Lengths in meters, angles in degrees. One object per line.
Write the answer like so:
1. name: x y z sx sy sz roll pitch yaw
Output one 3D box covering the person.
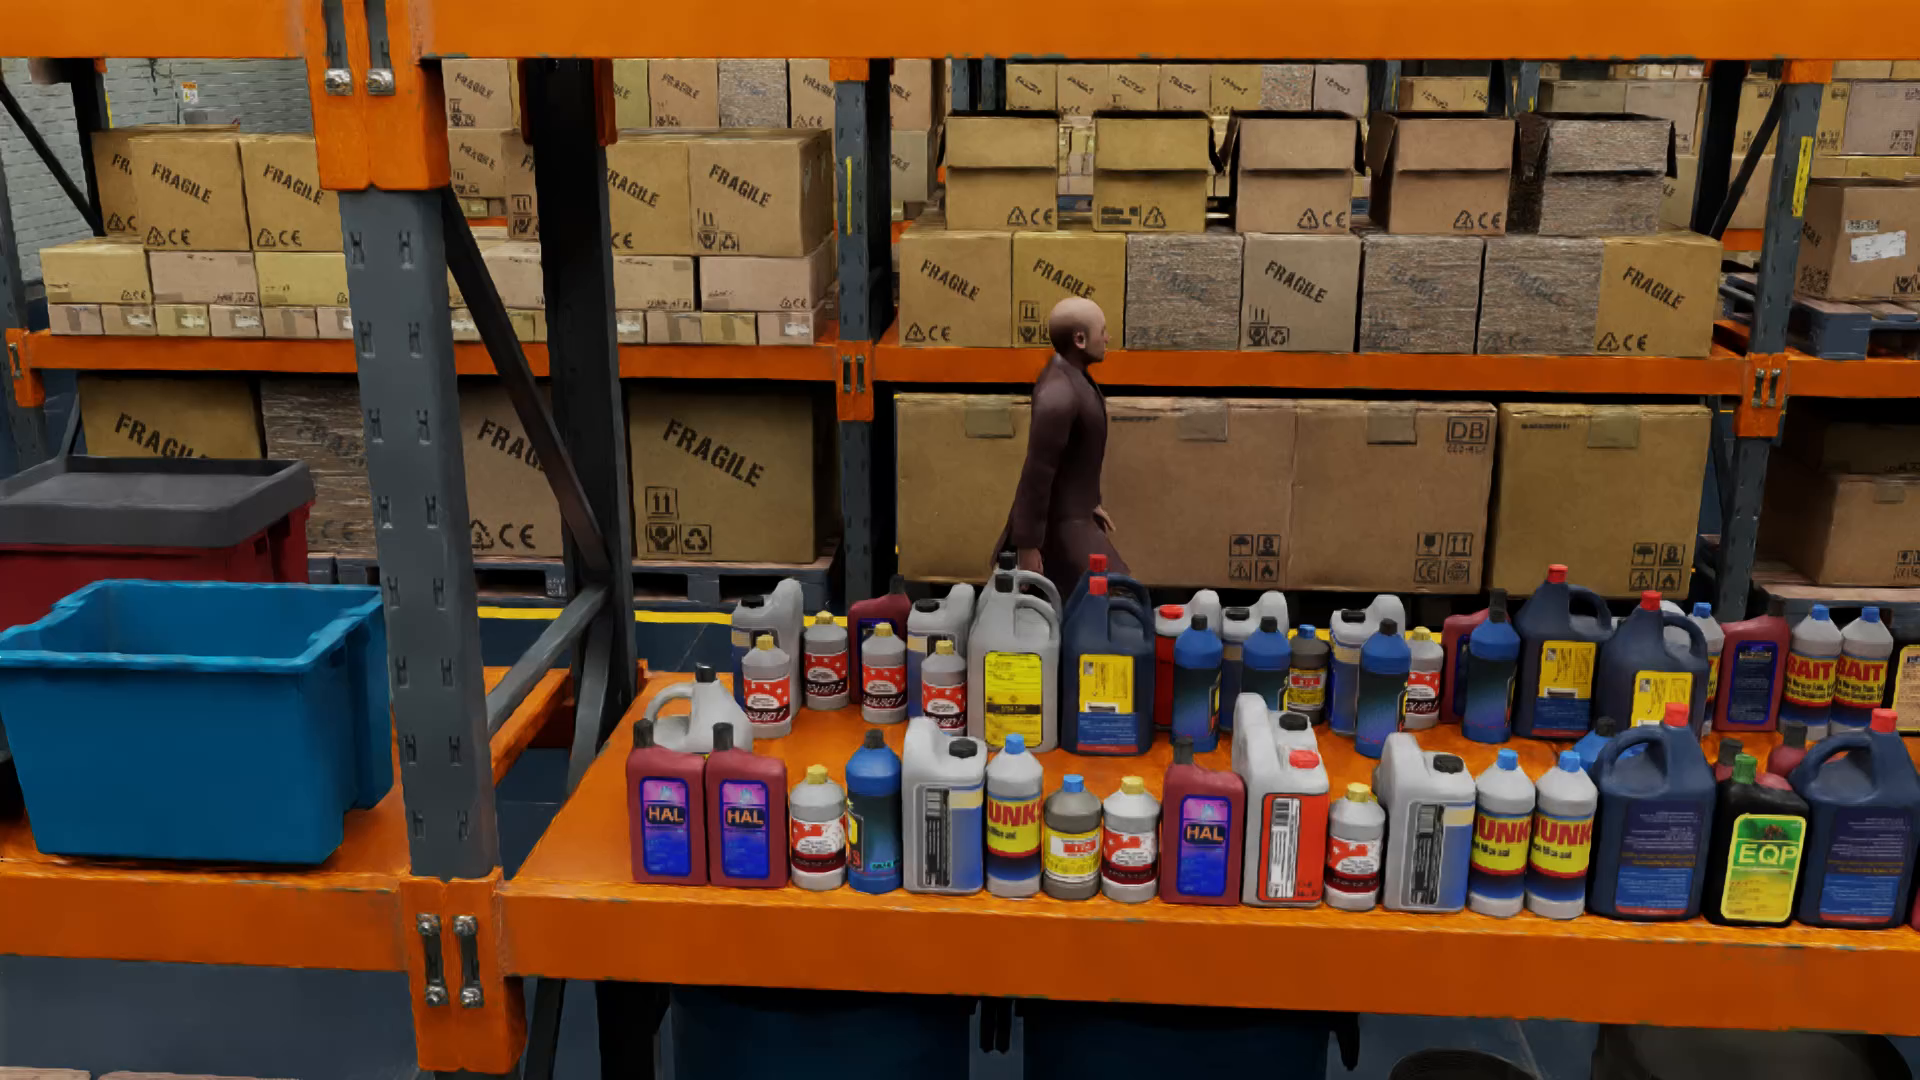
1. person: 0.448 -0.059 6.268 1.046 1.723 0.607 -1 17 -3
